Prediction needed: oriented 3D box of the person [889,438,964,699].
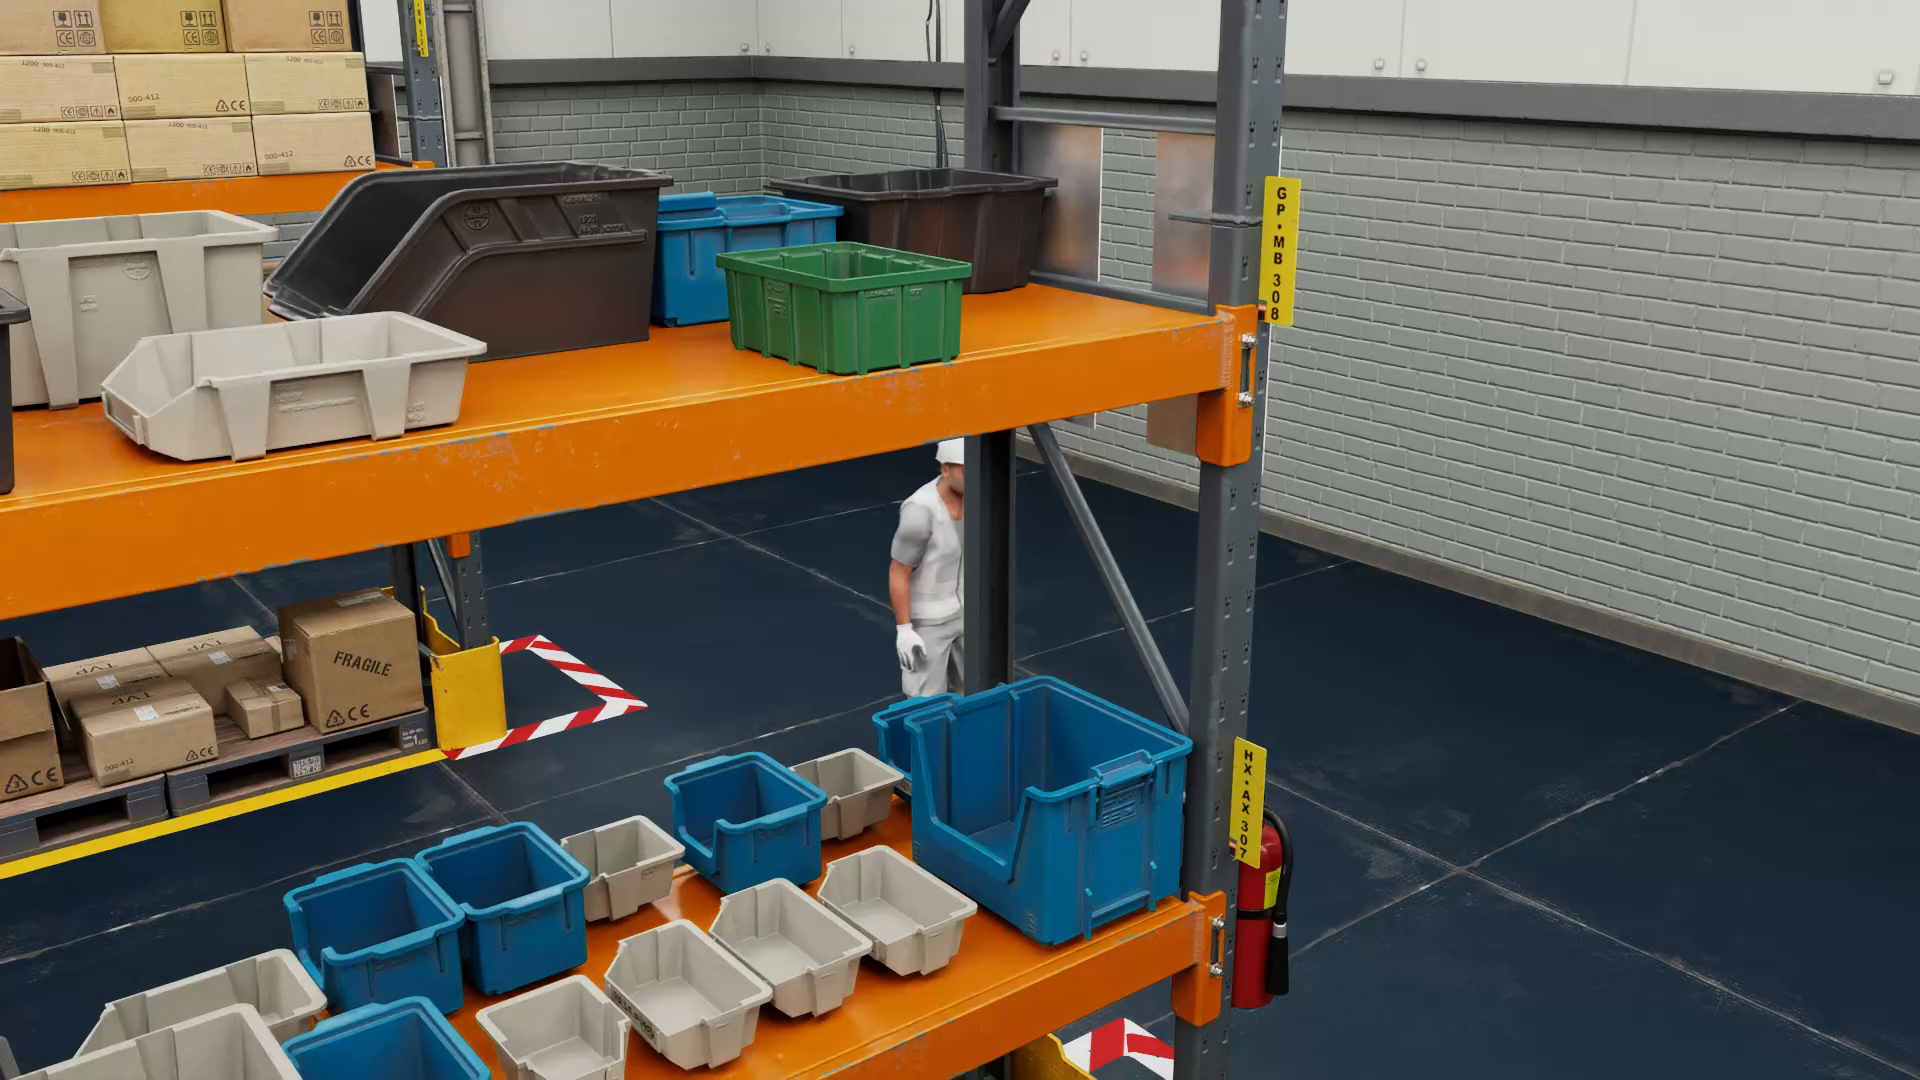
[{"bbox_3d":[-0.048,0.370,7.354,0.600,1.778,0.451,-14,23,-38],"label":"person"}]
